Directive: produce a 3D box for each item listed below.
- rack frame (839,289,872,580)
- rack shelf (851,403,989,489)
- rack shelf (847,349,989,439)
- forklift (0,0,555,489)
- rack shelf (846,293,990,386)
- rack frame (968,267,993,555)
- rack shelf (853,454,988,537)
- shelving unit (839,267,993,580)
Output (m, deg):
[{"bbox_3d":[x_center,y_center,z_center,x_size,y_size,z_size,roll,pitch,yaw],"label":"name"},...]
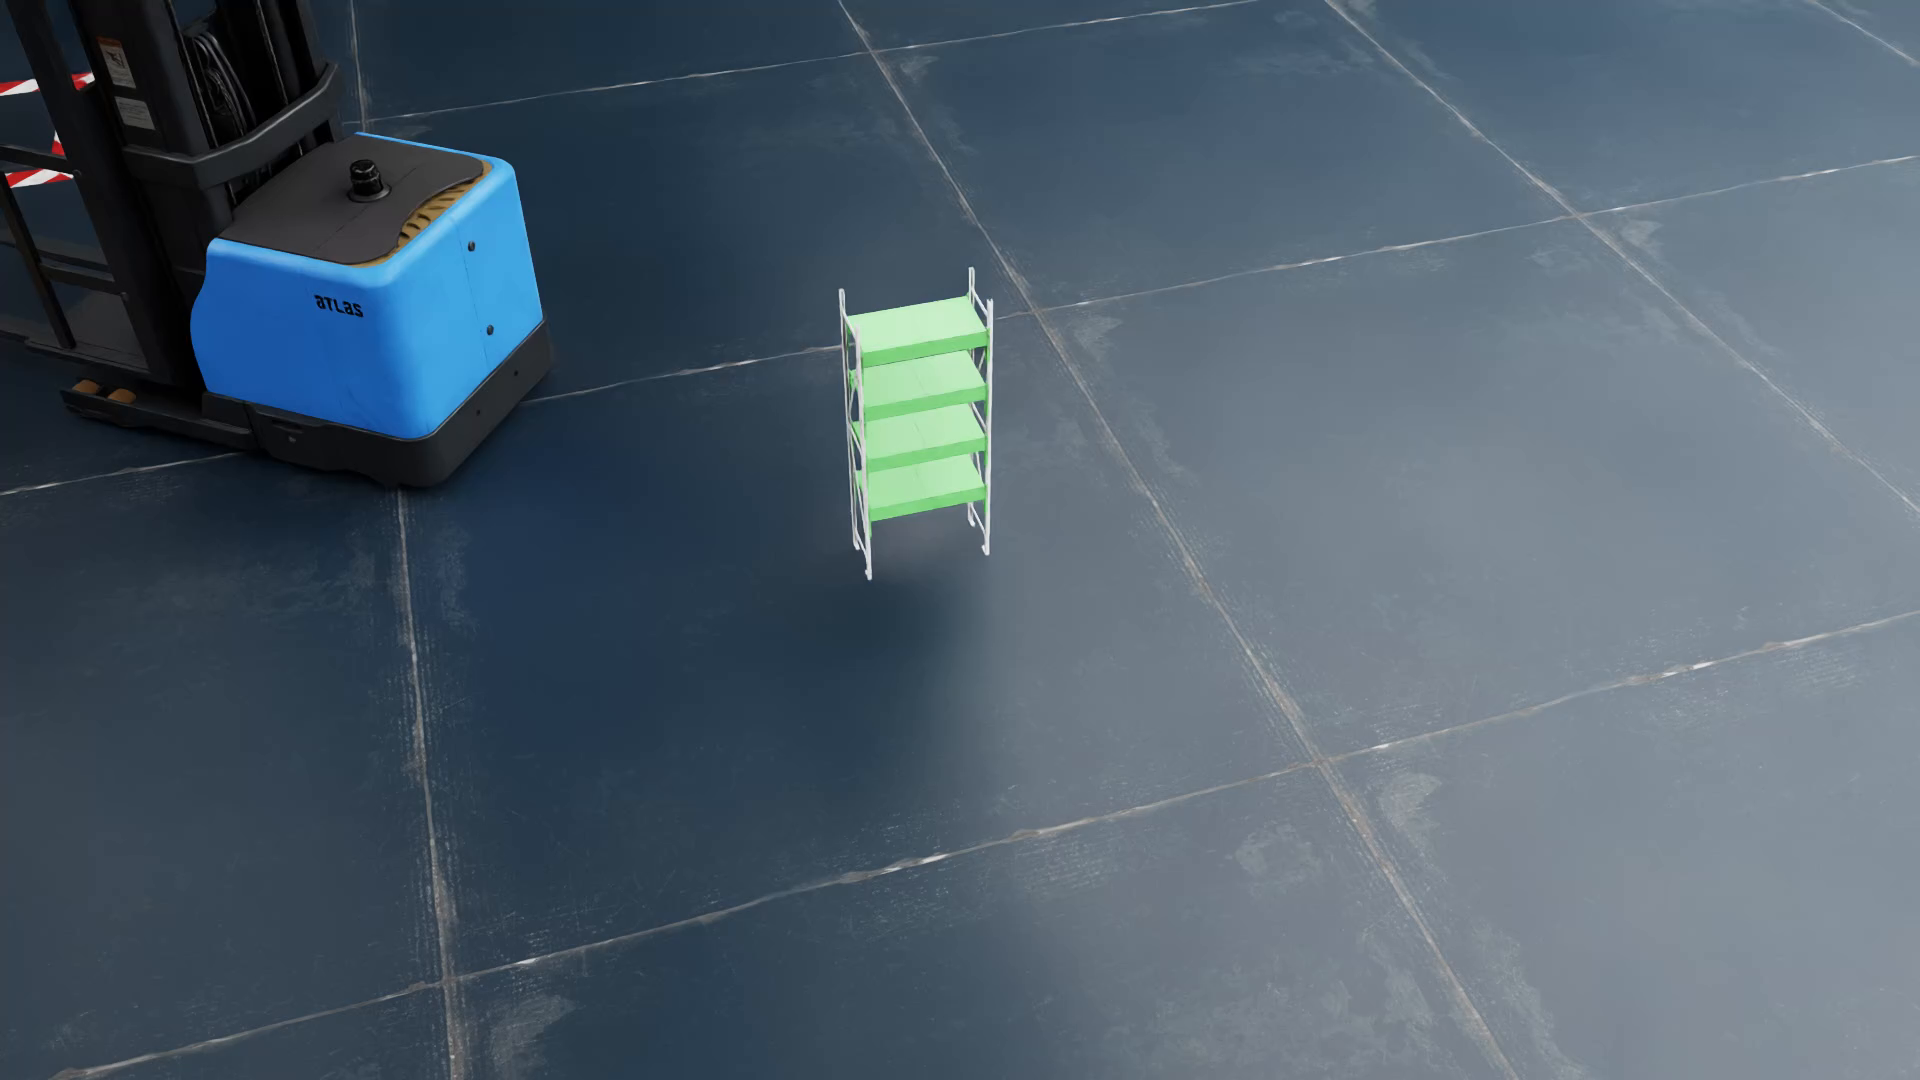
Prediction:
[{"bbox_3d":[-0.391,-0.371,6.263,0.015,1.200,0.240,-12,42,-13],"label":"rack frame"},{"bbox_3d":[-0.158,-0.371,6.360,0.480,0.148,0.258,-12,42,-13],"label":"rack shelf"},{"bbox_3d":[-0.158,-0.552,6.202,0.480,0.148,0.258,-12,42,-13],"label":"rack shelf"},{"bbox_3d":[-3.417,-1.912,6.710,3.031,2.935,1.130,13,43,15],"label":"forklift"},{"bbox_3d":[-0.158,-0.733,6.044,0.480,0.148,0.258,-12,42,-13],"label":"rack shelf"},{"bbox_3d":[0.075,-0.467,6.373,0.015,1.200,0.240,-12,42,-13],"label":"rack frame"},{"bbox_3d":[-0.158,-0.190,6.518,0.480,0.148,0.258,-12,42,-13],"label":"rack shelf"},{"bbox_3d":[-0.158,-0.419,6.318,0.503,1.200,0.258,-12,42,-13],"label":"shelving unit"}]
